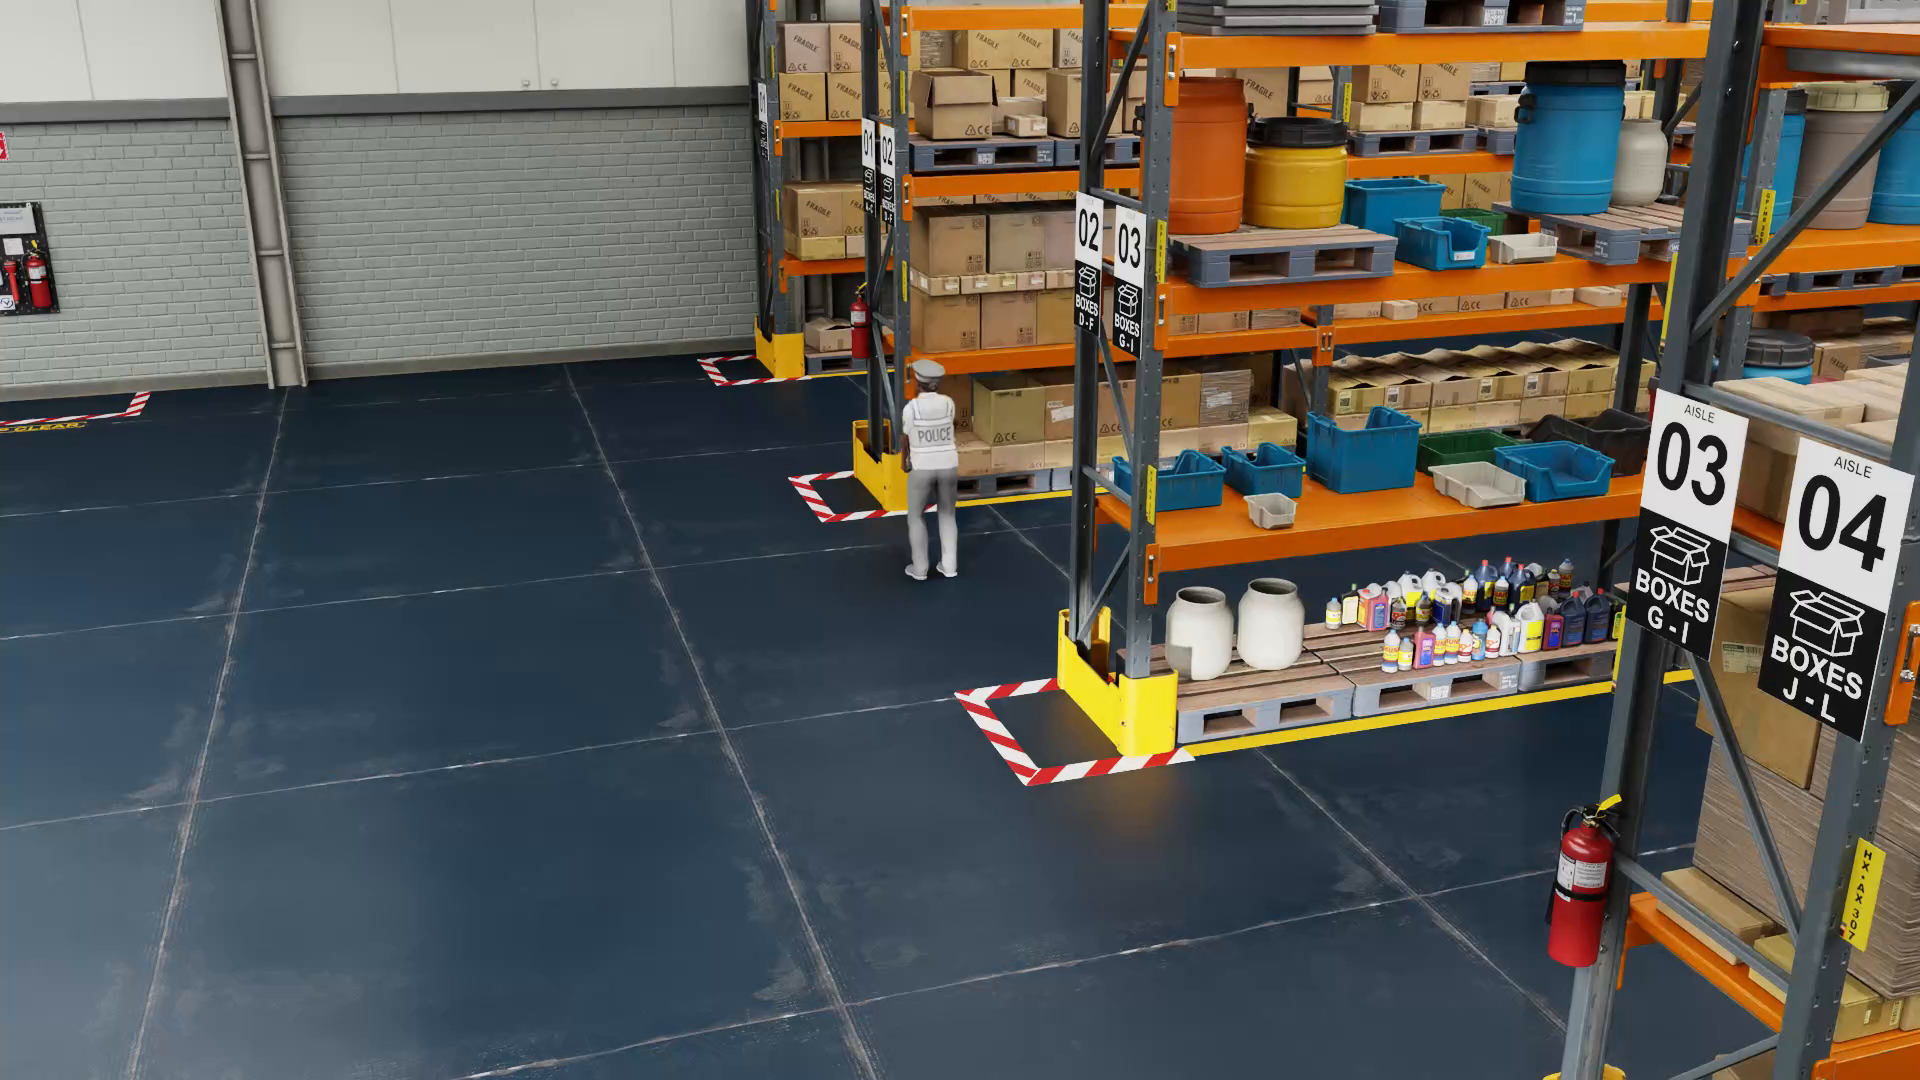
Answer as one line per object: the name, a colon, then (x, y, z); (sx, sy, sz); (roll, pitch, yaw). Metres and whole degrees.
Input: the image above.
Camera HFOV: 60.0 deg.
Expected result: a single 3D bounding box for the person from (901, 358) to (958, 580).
person: (-0.245, -0.540, 12.602); (0.416, 1.674, 0.537); (-7, 20, -18)
